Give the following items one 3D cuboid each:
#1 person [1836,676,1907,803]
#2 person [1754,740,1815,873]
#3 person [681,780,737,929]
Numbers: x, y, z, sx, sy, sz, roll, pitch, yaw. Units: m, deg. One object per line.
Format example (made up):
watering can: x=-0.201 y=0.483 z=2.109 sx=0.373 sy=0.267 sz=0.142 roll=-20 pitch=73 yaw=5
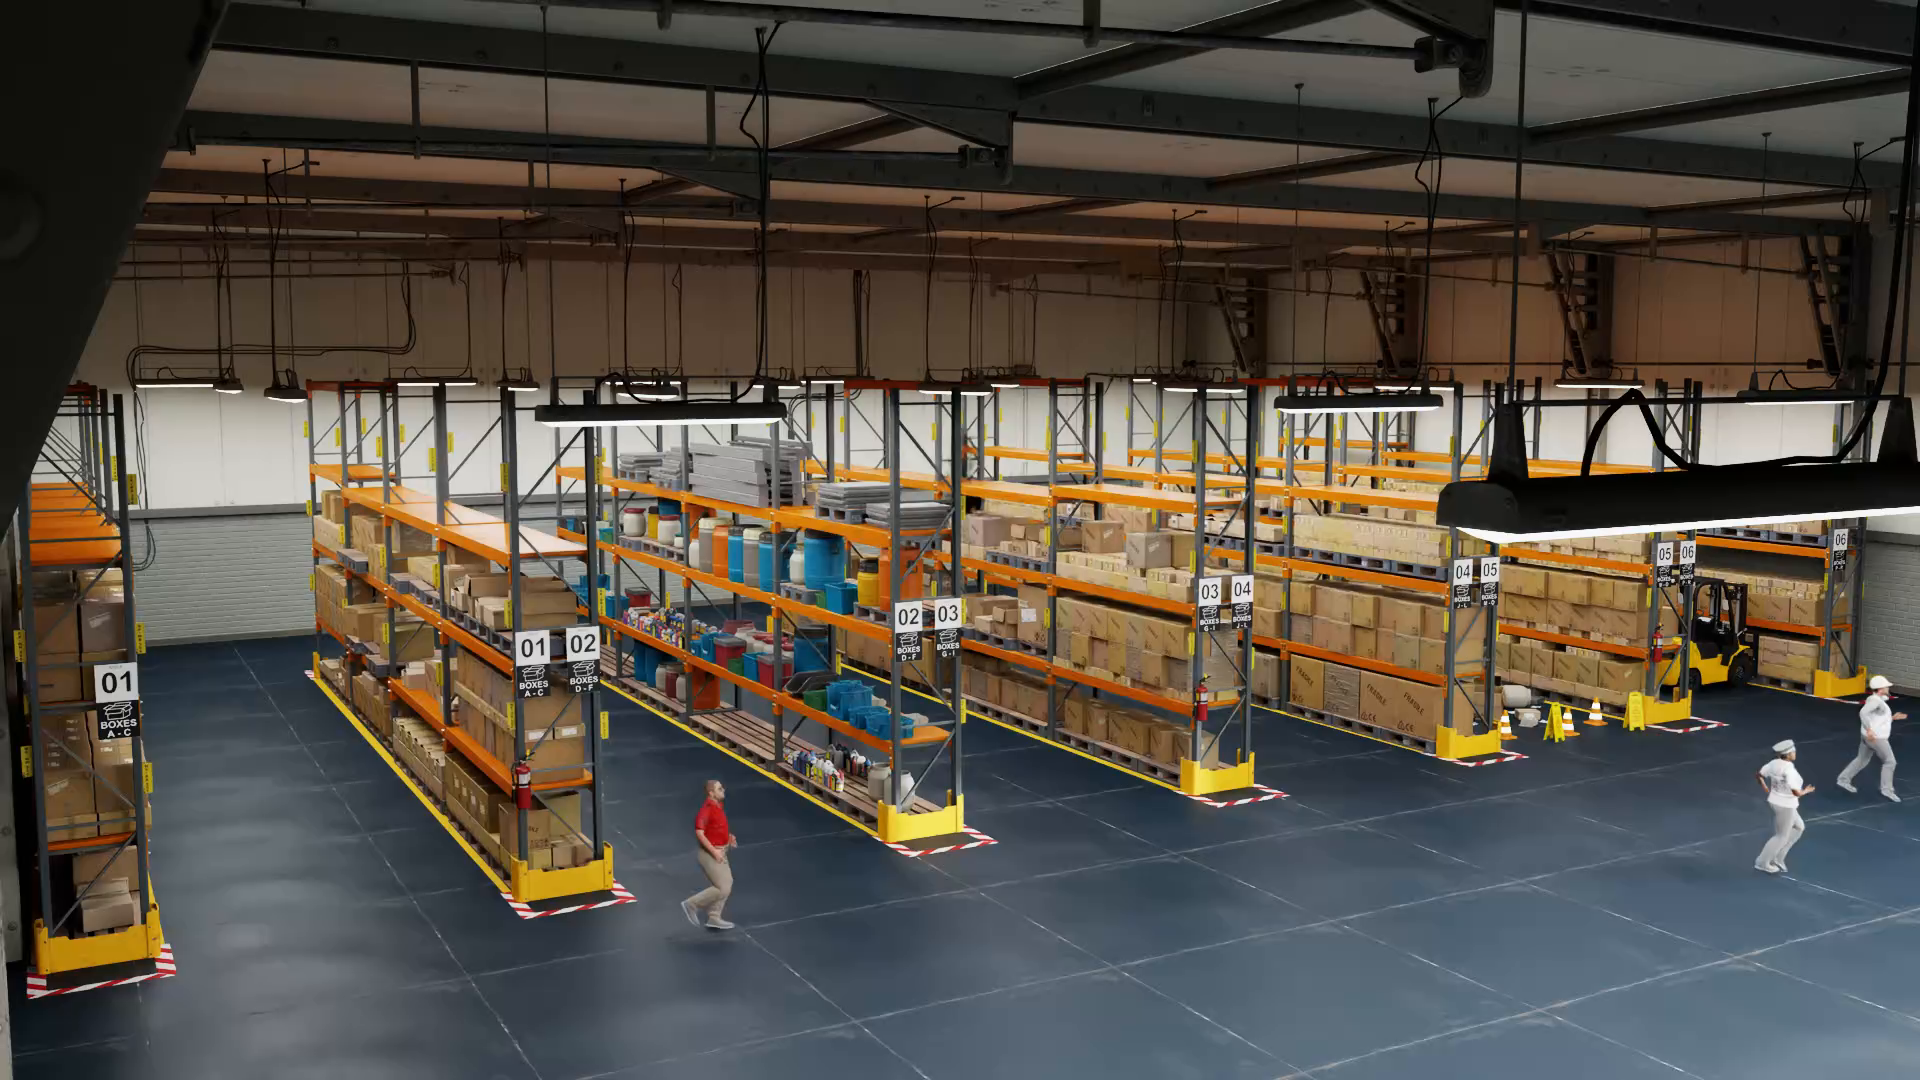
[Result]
person: x=13.253 y=2.875 z=24.142 sx=0.869 sy=1.825 sz=0.627 roll=2 pitch=6 yaw=16
person: x=10.221 y=3.305 z=20.599 sx=0.688 sy=1.706 sz=0.544 roll=1 pitch=6 yaw=6
person: x=-2.812 y=3.521 z=18.629 sx=0.598 sy=1.704 sz=0.683 roll=0 pitch=6 yaw=-2
